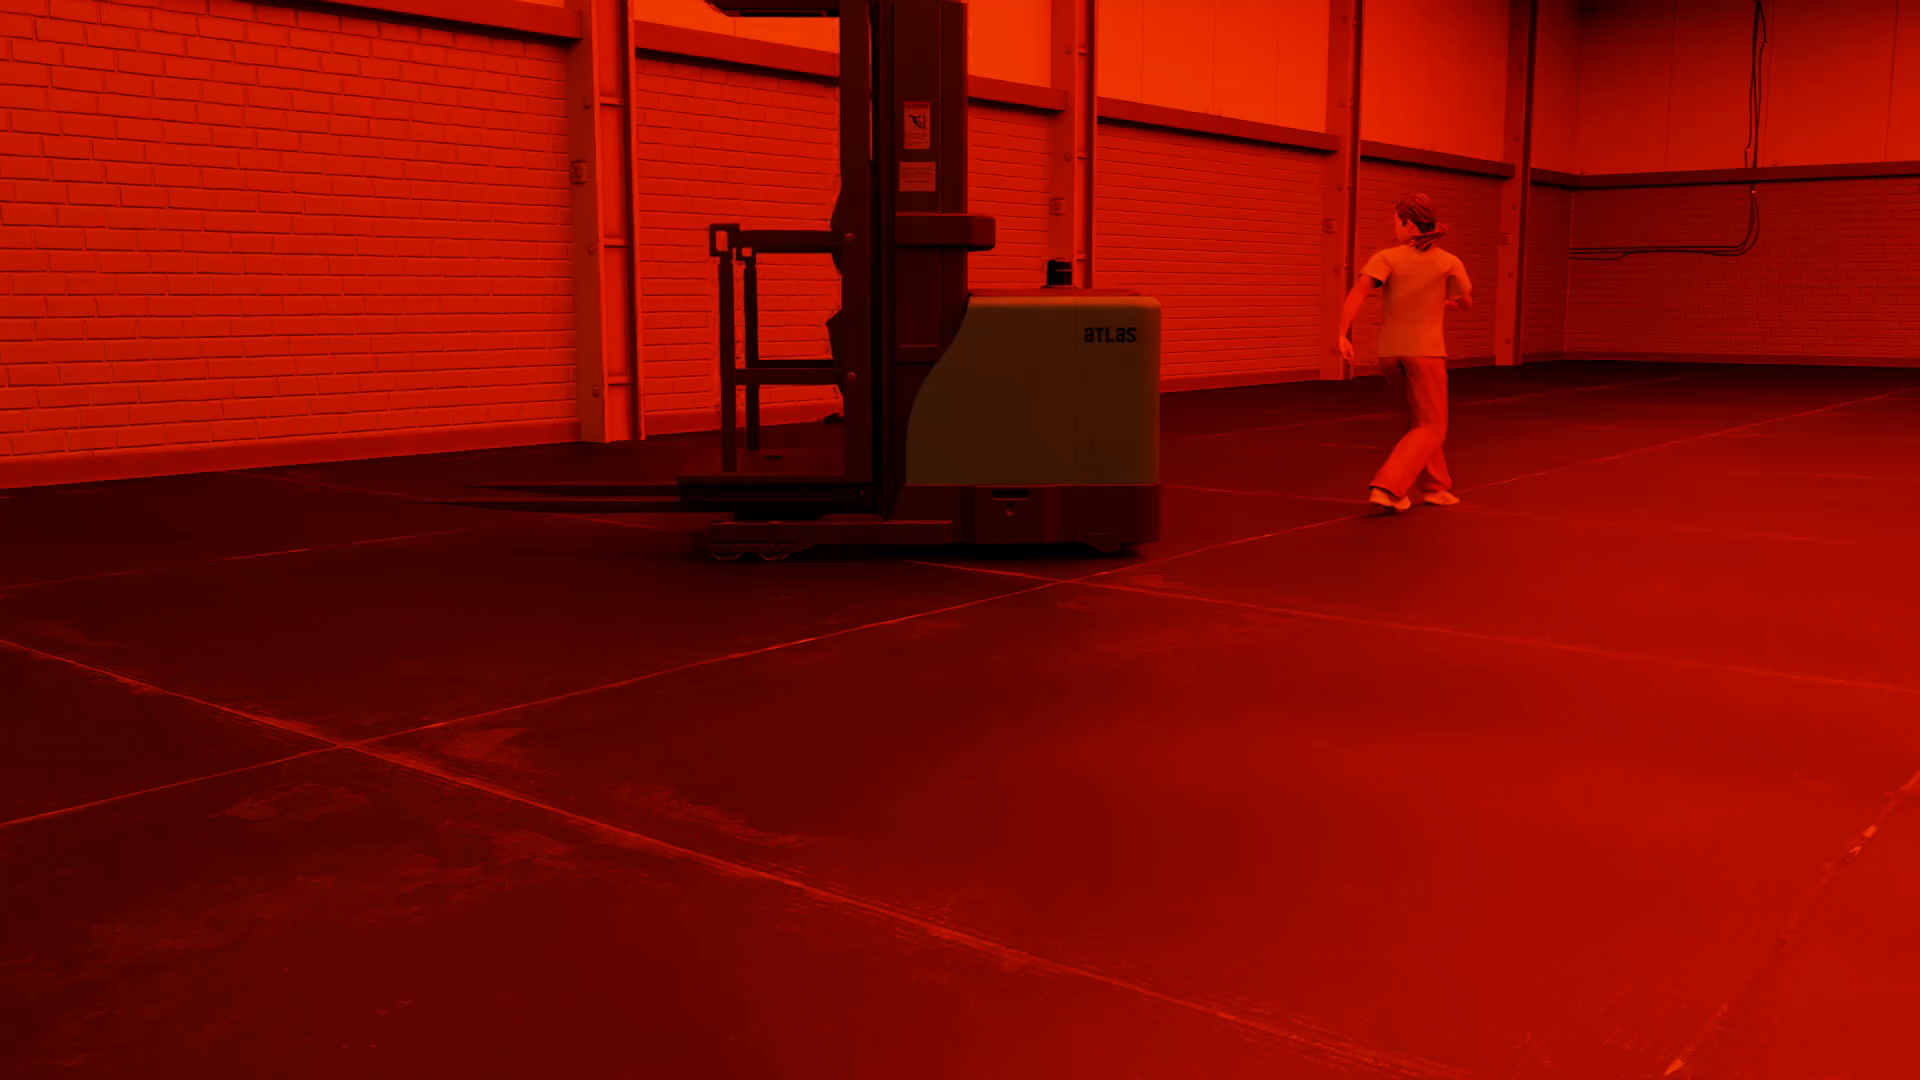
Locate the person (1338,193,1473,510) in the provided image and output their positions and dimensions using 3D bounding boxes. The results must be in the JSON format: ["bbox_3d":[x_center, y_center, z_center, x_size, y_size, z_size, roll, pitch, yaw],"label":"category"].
[{"bbox_3d":[2.296,-0.929,8.384,0.471,1.605,0.903,7,11,39],"label":"person"}]

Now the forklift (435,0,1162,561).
[{"bbox_3d":[-0.687,-1.440,7.126,3.031,2.935,1.130,0,8,-1],"label":"forklift"}]
